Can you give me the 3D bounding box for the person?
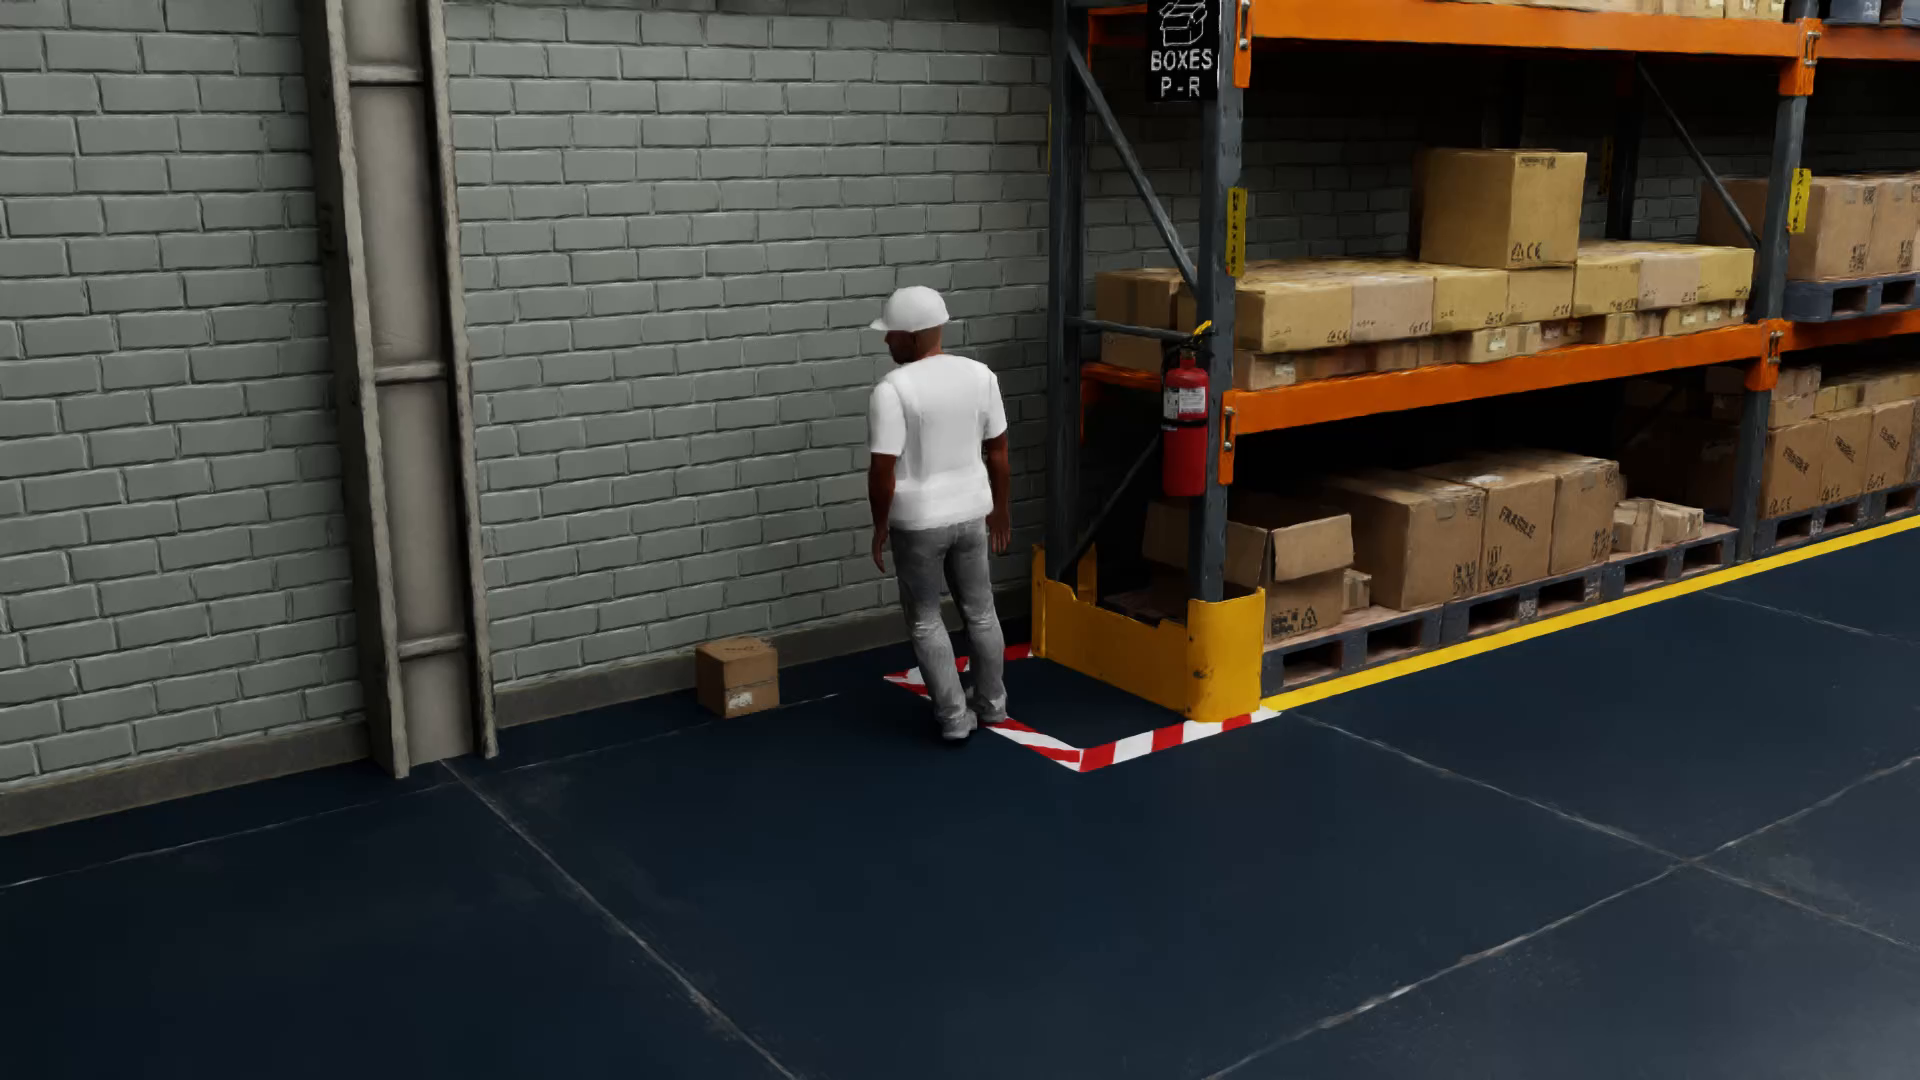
[{"bbox_3d":[-0.093,-0.098,6.339,0.675,1.752,0.463,-8,16,-28],"label":"person"}]
